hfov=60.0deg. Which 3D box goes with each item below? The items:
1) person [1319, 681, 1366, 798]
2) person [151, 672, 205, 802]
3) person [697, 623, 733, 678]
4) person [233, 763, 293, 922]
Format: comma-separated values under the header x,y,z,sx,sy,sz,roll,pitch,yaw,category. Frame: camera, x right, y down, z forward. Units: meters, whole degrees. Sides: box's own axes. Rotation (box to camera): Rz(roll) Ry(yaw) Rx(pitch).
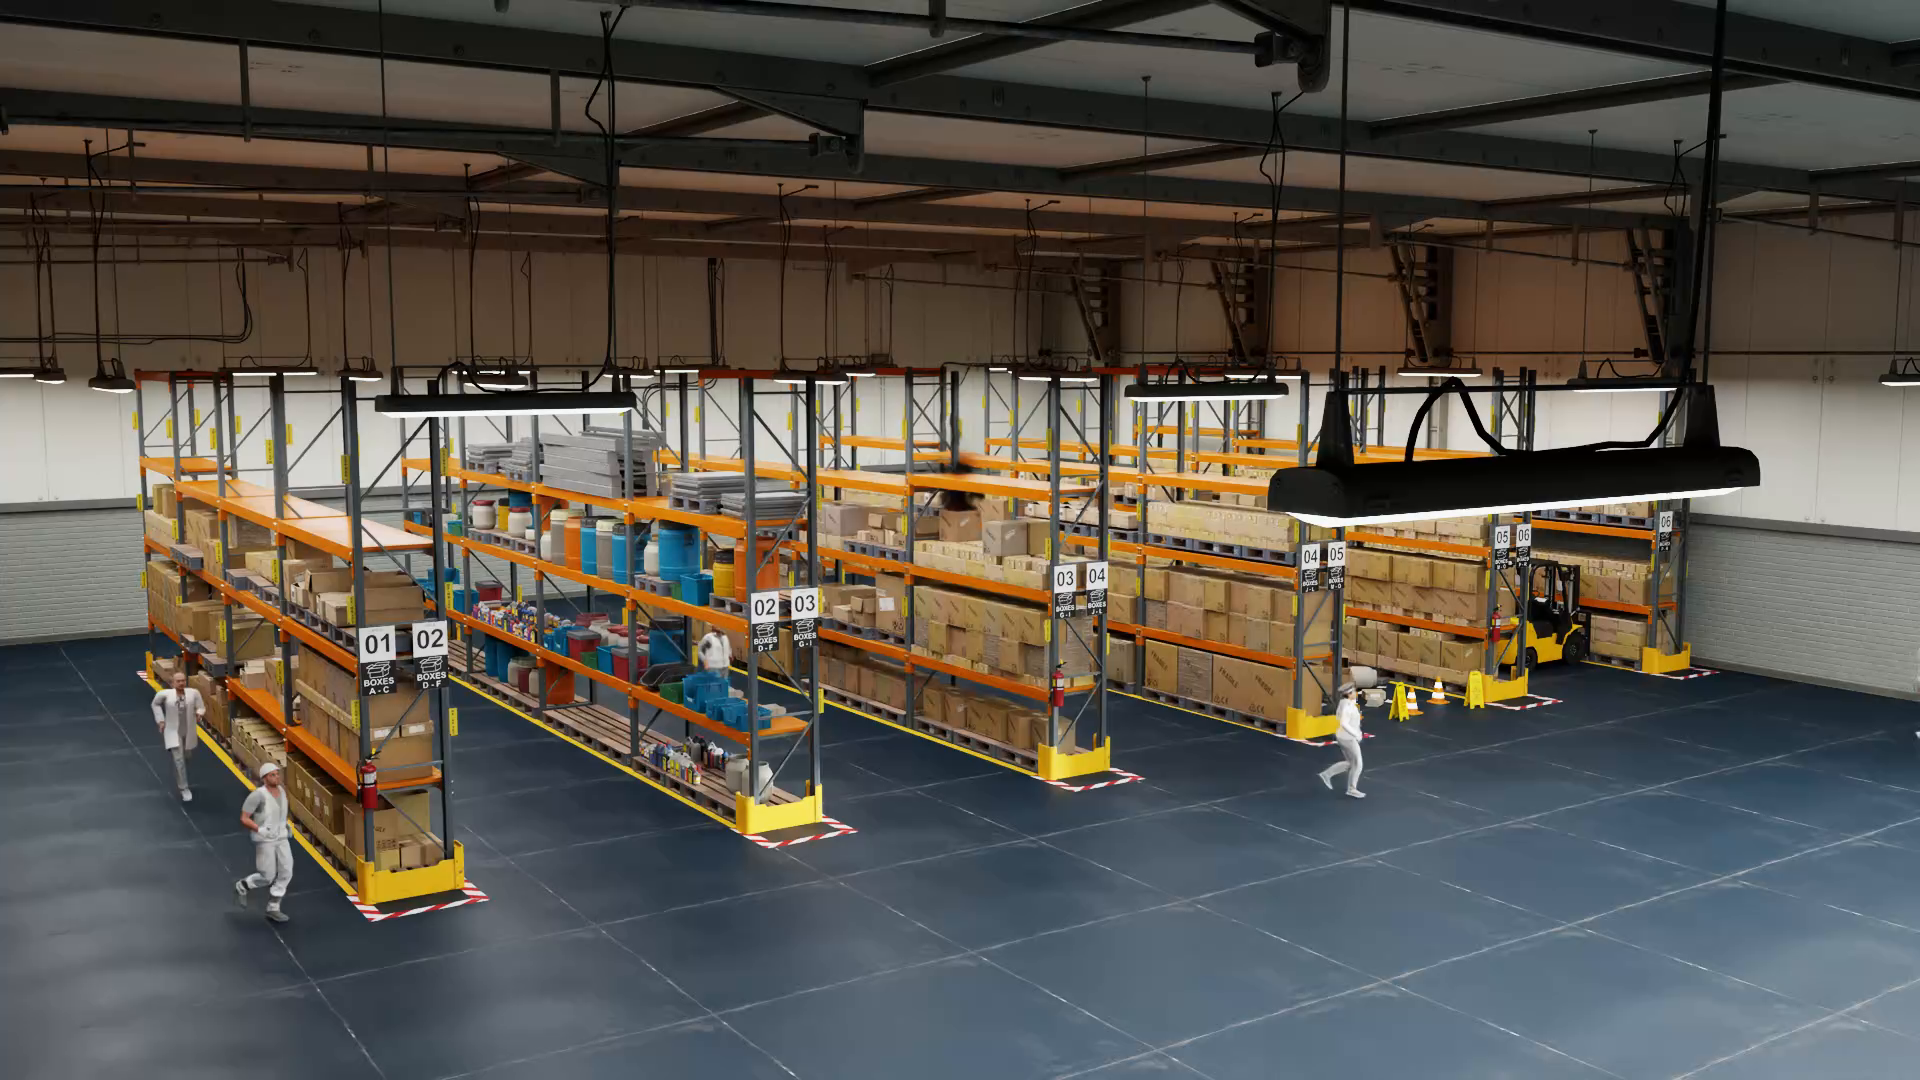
x,y,z,sx,sy,sz,roll,pitch,yaw,category
5.480,2.839,23.683,0.638,1.680,0.627,0,6,2,person
-11.169,2.764,23.823,0.662,1.792,1.049,-5,8,-39,person
-4.205,2.201,29.013,0.570,1.731,0.658,6,9,42,person
-7.800,3.365,18.705,0.708,1.755,0.680,3,7,22,person
